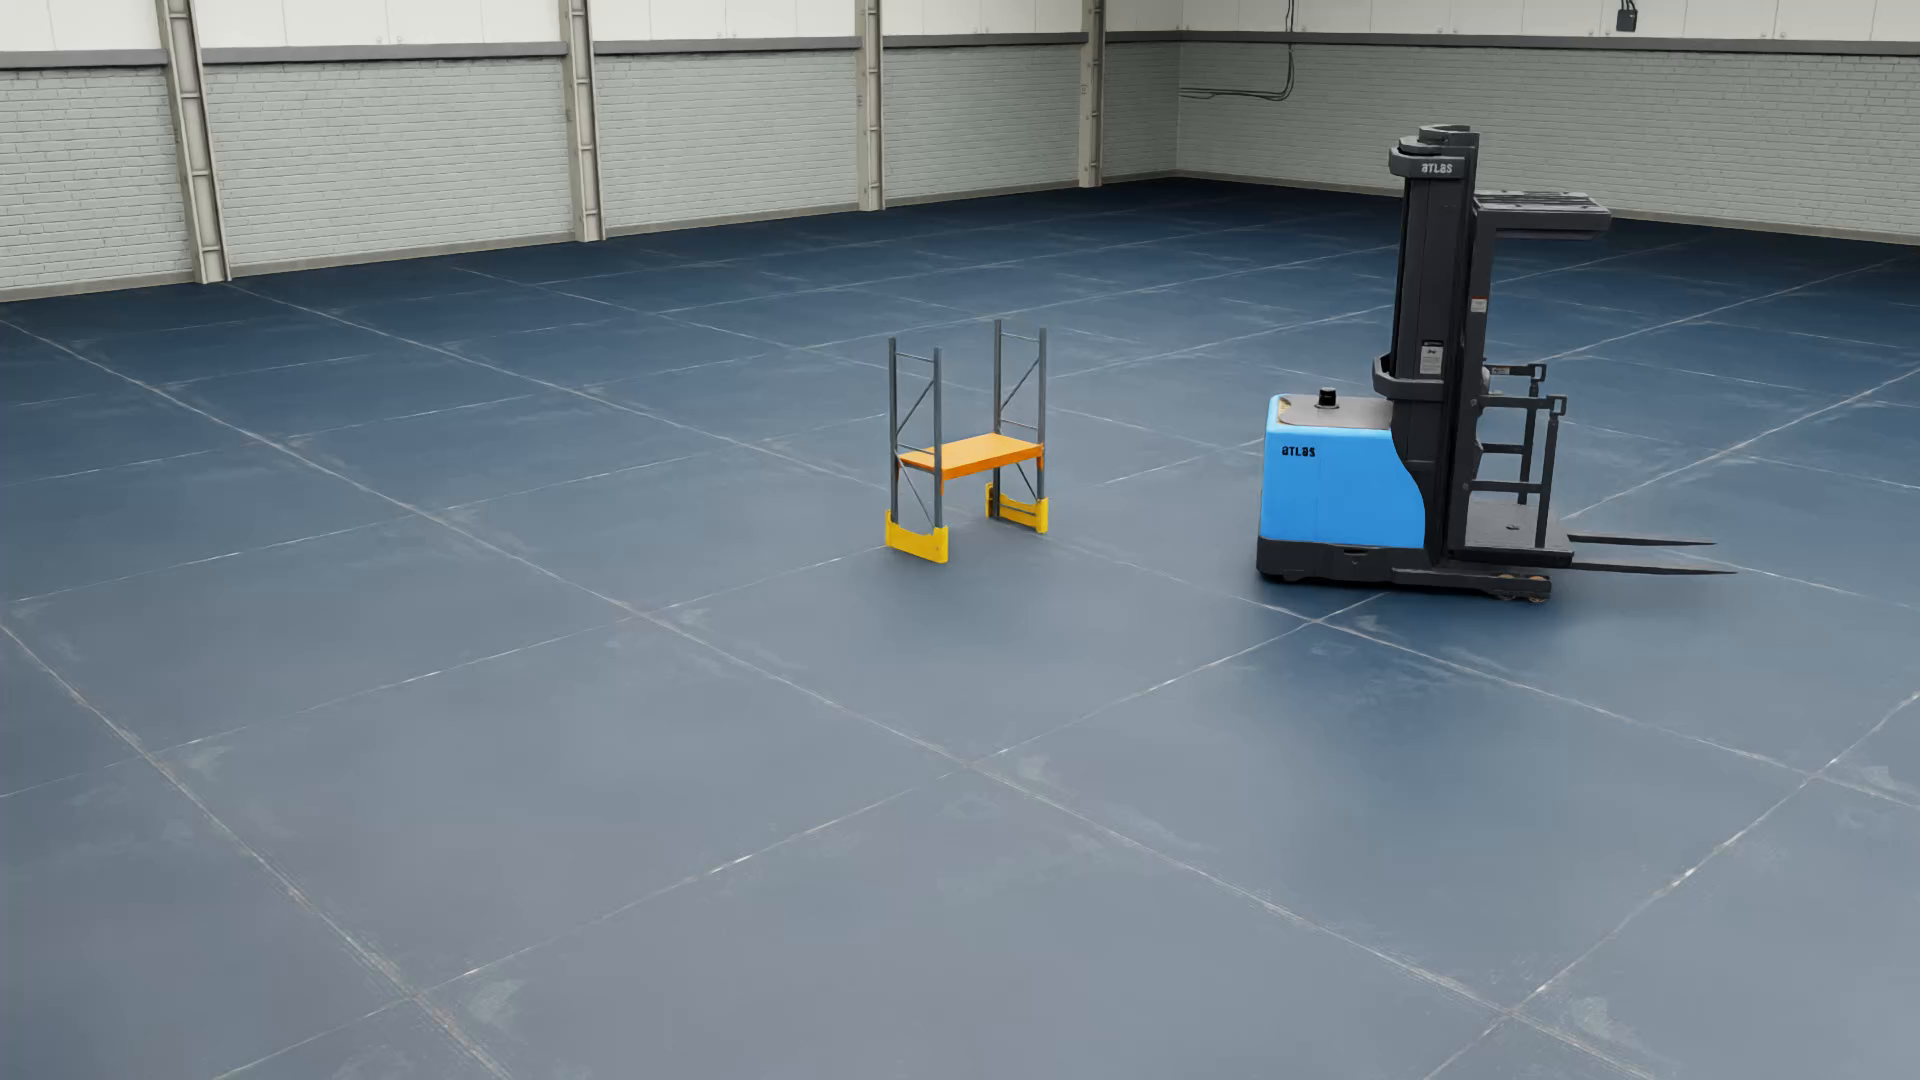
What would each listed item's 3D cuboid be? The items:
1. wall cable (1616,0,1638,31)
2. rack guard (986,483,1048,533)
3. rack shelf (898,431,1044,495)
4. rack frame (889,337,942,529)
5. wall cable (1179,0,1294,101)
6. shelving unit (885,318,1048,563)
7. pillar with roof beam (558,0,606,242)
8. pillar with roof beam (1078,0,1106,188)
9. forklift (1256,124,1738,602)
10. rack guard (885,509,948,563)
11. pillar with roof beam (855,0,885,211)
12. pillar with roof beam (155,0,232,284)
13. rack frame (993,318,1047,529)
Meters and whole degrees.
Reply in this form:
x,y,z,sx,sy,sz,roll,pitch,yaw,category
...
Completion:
x,y,z,sx,sy,sz,roll,pitch,yaw,category
12.278,-11.504,27.362,0.169,6.003,2.305,-16,24,-41,wall cable
0.417,-0.241,12.321,0.087,0.250,0.587,-16,24,-41,rack guard
0.062,-0.560,11.865,1.000,0.185,0.538,-16,24,-41,rack shelf
-0.307,-0.624,11.477,0.032,1.500,0.500,-16,24,-41,rack frame
5.767,-10.540,34.937,0.112,2.526,3.097,-16,24,-41,wall cable
0.055,-0.730,11.803,1.083,1.500,0.587,-16,24,-41,shelving unit
-3.043,-8.182,22.629,0.400,9.000,9.100,-16,24,-41,pillar with roof beam
5.676,-10.724,30.471,0.400,9.000,9.100,-16,24,-41,pillar with roof beam
3.557,-1.170,10.841,3.031,2.935,1.130,4,18,11,forklift
-0.306,-0.030,11.670,0.087,0.250,0.587,-16,24,-41,rack guard
1.316,-9.453,26.550,0.400,9.000,9.100,-16,24,-41,pillar with roof beam
-7.403,-6.910,18.707,0.400,9.000,9.100,-16,24,-41,pillar with roof beam
0.431,-0.839,12.141,0.032,1.500,0.500,-16,24,-41,rack frame
